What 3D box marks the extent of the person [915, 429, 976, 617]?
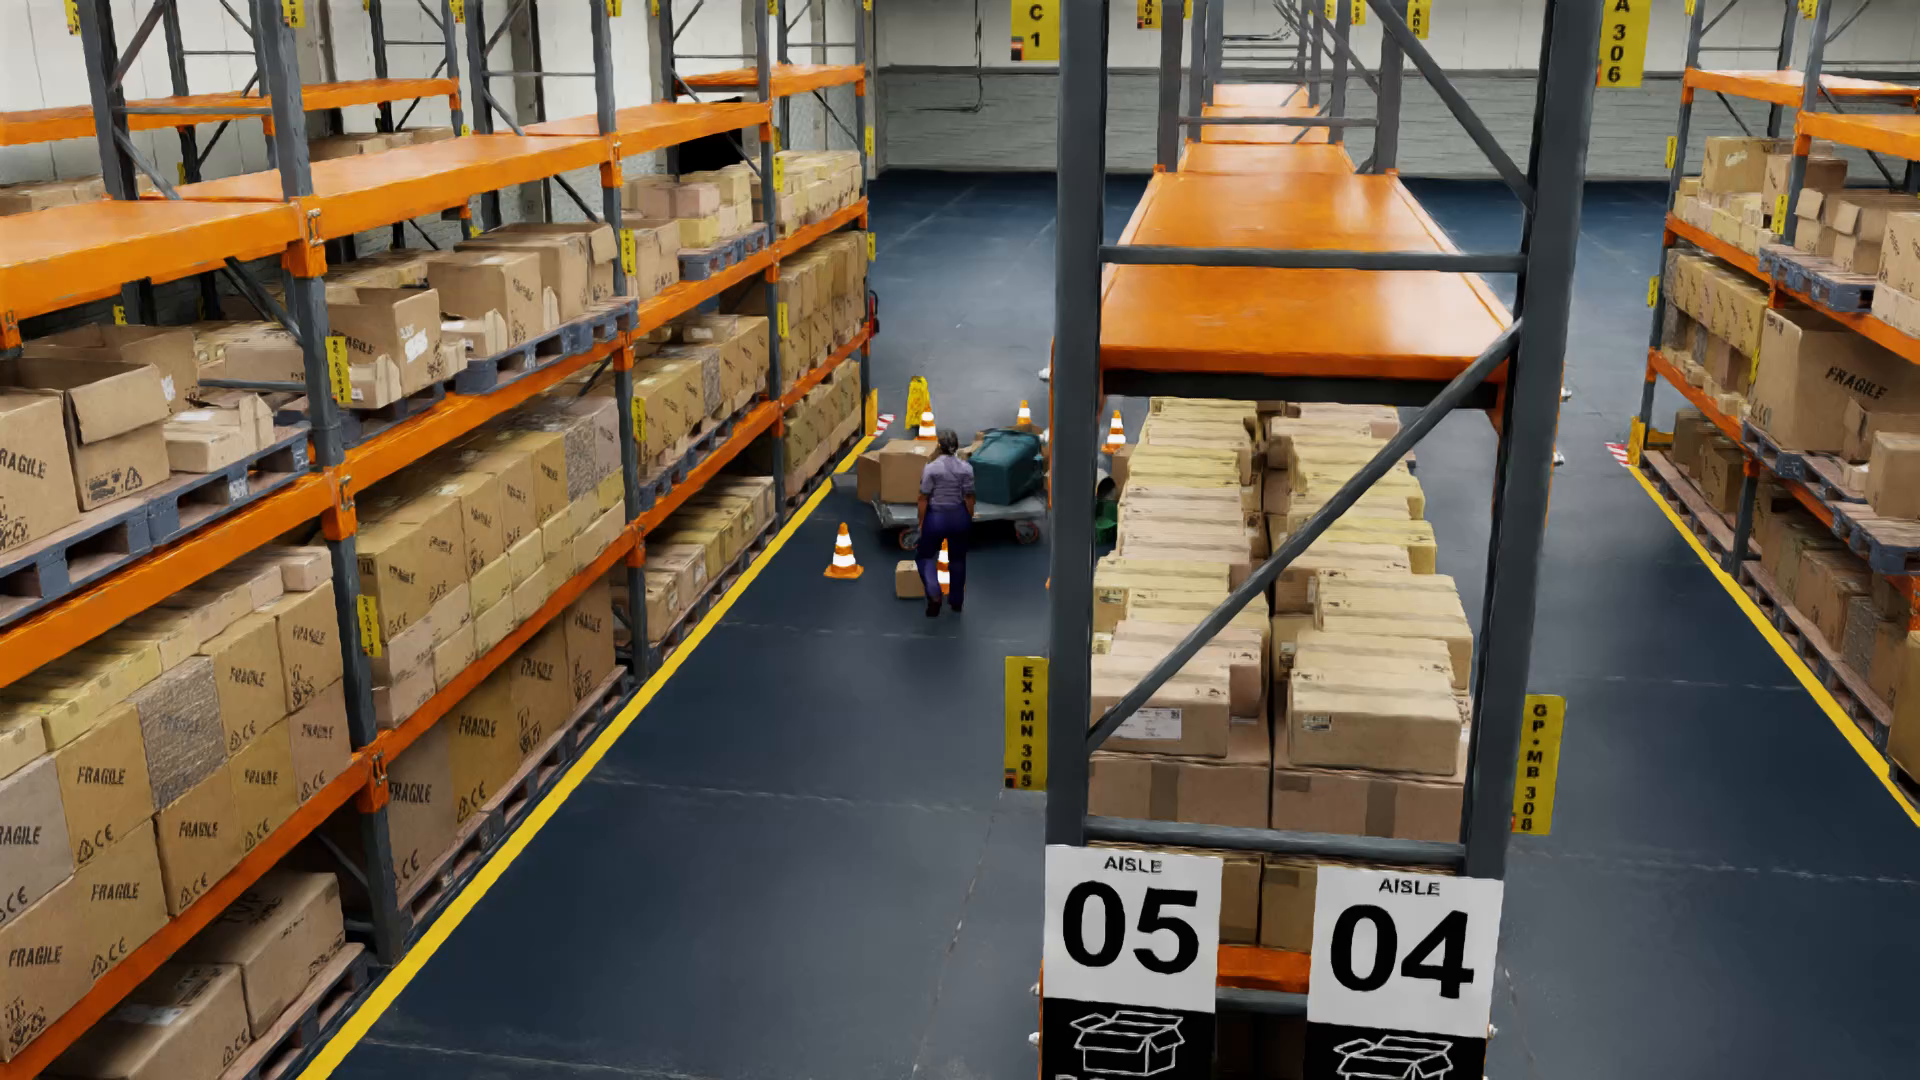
[{"bbox_3d":[-0.128,-0.148,13.955,0.496,1.617,0.642,-5,19,-14],"label":"person"}]
